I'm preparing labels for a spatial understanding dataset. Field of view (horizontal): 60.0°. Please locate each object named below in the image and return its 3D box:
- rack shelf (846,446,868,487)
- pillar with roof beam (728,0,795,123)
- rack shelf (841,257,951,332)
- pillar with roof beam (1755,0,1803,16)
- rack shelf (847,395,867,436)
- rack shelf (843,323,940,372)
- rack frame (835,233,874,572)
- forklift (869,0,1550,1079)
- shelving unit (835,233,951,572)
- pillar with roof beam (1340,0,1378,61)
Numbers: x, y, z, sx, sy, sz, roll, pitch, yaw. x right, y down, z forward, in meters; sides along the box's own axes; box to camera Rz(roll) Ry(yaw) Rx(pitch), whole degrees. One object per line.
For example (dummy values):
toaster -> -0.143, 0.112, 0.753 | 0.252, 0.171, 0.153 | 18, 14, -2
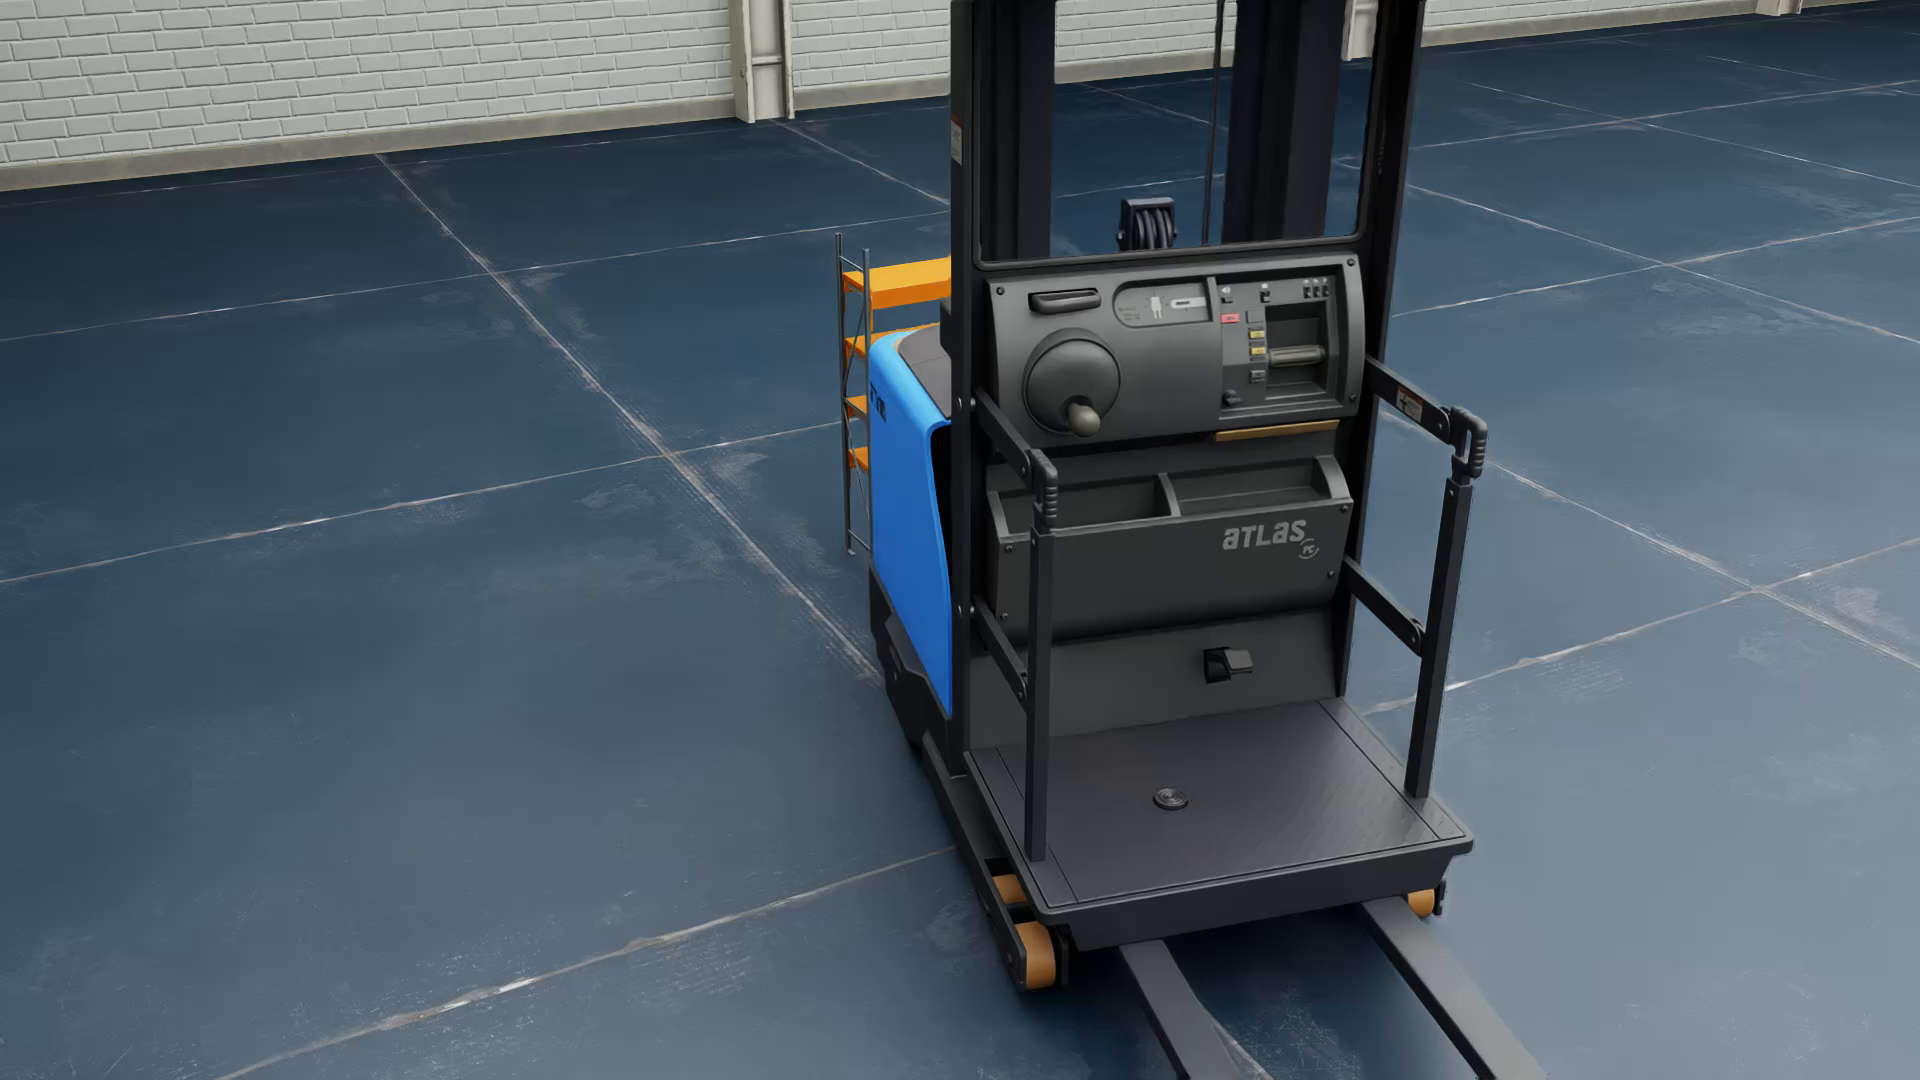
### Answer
rack shelf -> -0.146, -0.268, 6.035 | 0.480, 0.148, 0.258 | -13, 29, -25
pillar with roof beam -> 0.464, -5.793, 7.919 | 0.400, 9.000, 9.100 | -13, 29, -25
rack shelf -> -0.146, -0.861, 5.750 | 0.480, 0.148, 0.258 | -13, 29, -25
pillar with roof beam -> 11.053, -8.237, 13.009 | 0.400, 9.000, 9.100 | -13, 29, -25
rack shelf -> -0.146, -0.447, 5.949 | 0.480, 0.148, 0.258 | -13, 29, -25
rack shelf -> -0.146, -0.648, 5.852 | 0.480, 0.148, 0.258 | -13, 29, -25
rack frame -> -0.361, -0.457, 5.817 | 0.015, 1.200, 0.240 | -13, 29, -25
forklift -> 0.581, -0.427, 3.752 | 1.130, 2.935, 3.031 | -7, 26, -14
shelving unit -> -0.146, -0.507, 5.920 | 0.503, 1.200, 0.258 | -13, 29, -25
pillar with roof beam -> 5.759, -7.015, 10.464 | 0.400, 9.000, 9.100 | -13, 29, -25
